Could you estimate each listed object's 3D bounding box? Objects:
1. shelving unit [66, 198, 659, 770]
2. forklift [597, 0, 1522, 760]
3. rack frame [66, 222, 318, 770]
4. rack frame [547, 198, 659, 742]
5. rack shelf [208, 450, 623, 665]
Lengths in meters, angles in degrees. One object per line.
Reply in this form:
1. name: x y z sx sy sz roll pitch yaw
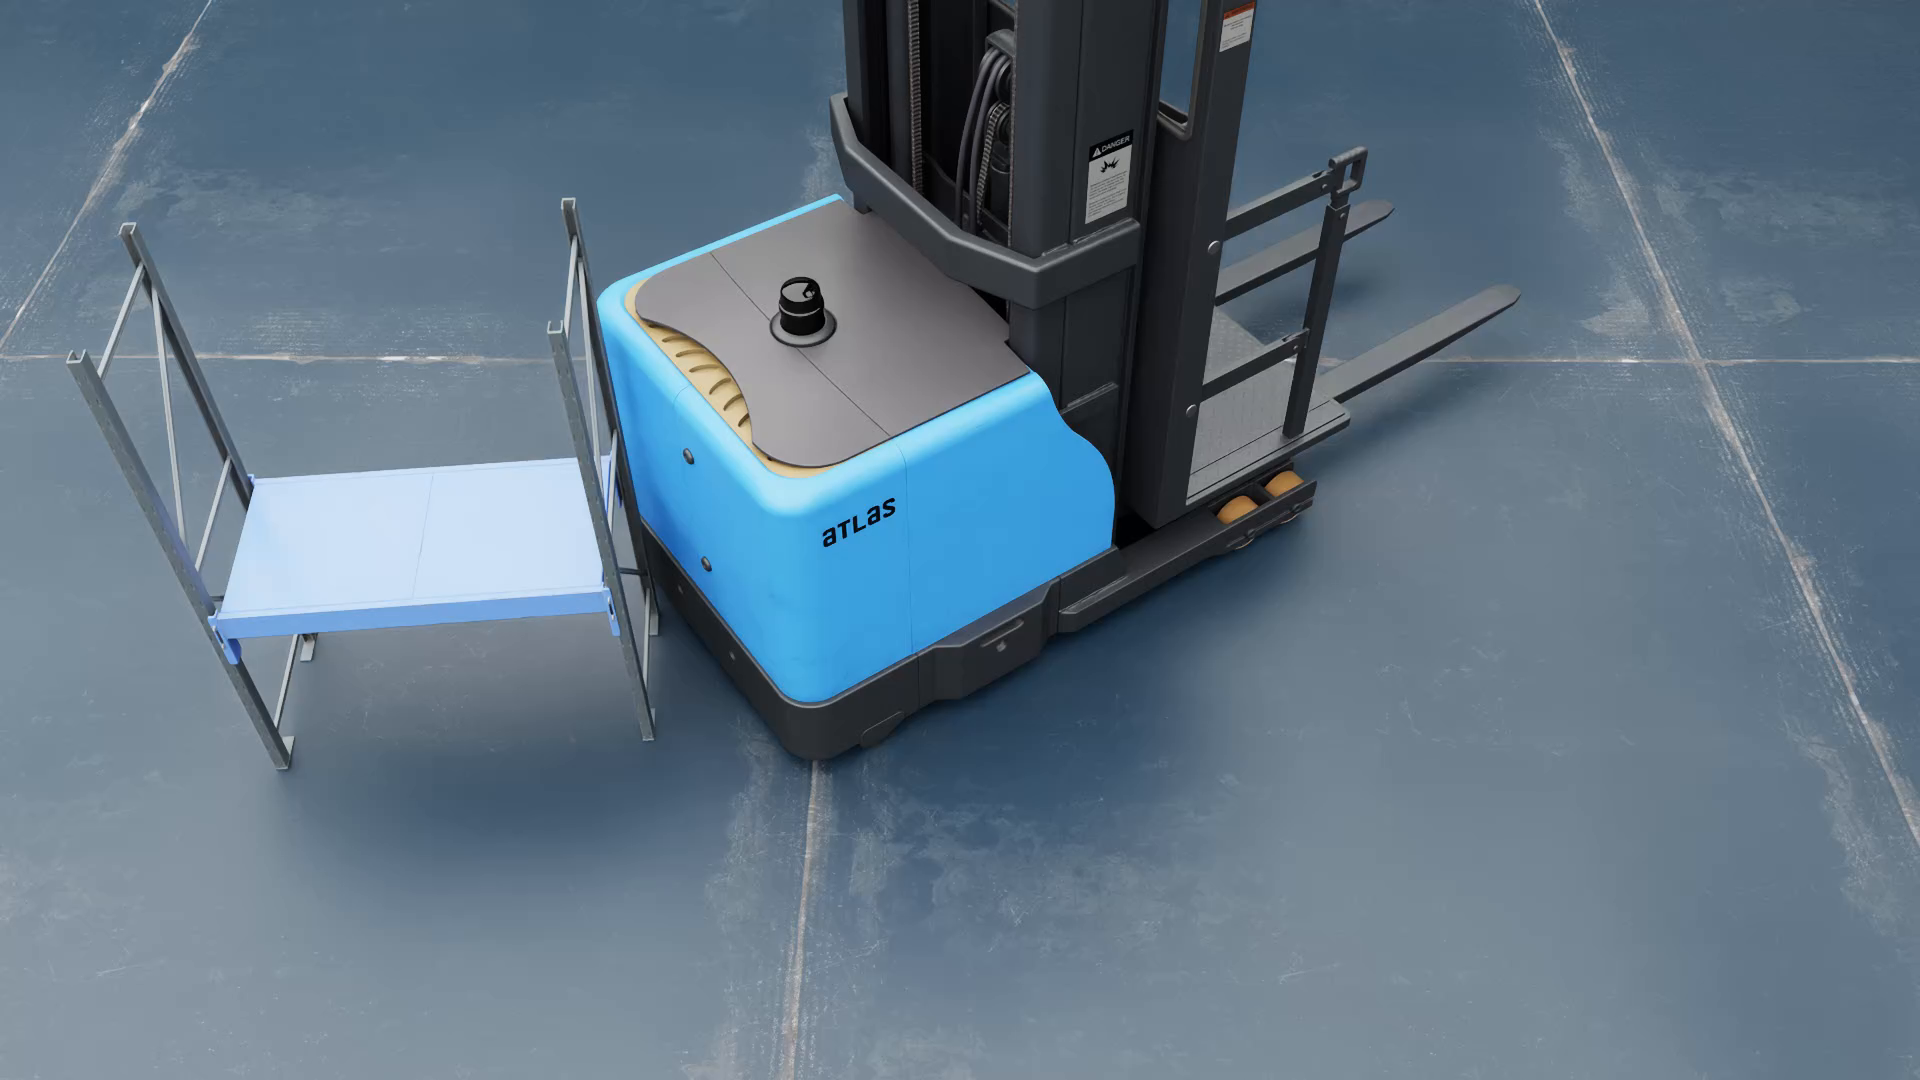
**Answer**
1. shelving unit: -1.413 -0.086 4.305 1.048 1.500 0.538 -4 47 -4
2. forklift: 0.512 -1.263 4.423 3.031 2.935 1.130 -27 53 -23
3. rack frame: -1.919 -0.050 4.272 0.032 1.500 0.500 -4 47 -4
4. rack frame: -0.907 -0.122 4.339 0.032 1.500 0.500 -4 47 -4
5. rack shelf: -1.413 0.037 4.437 1.000 0.185 0.538 -4 47 -4
